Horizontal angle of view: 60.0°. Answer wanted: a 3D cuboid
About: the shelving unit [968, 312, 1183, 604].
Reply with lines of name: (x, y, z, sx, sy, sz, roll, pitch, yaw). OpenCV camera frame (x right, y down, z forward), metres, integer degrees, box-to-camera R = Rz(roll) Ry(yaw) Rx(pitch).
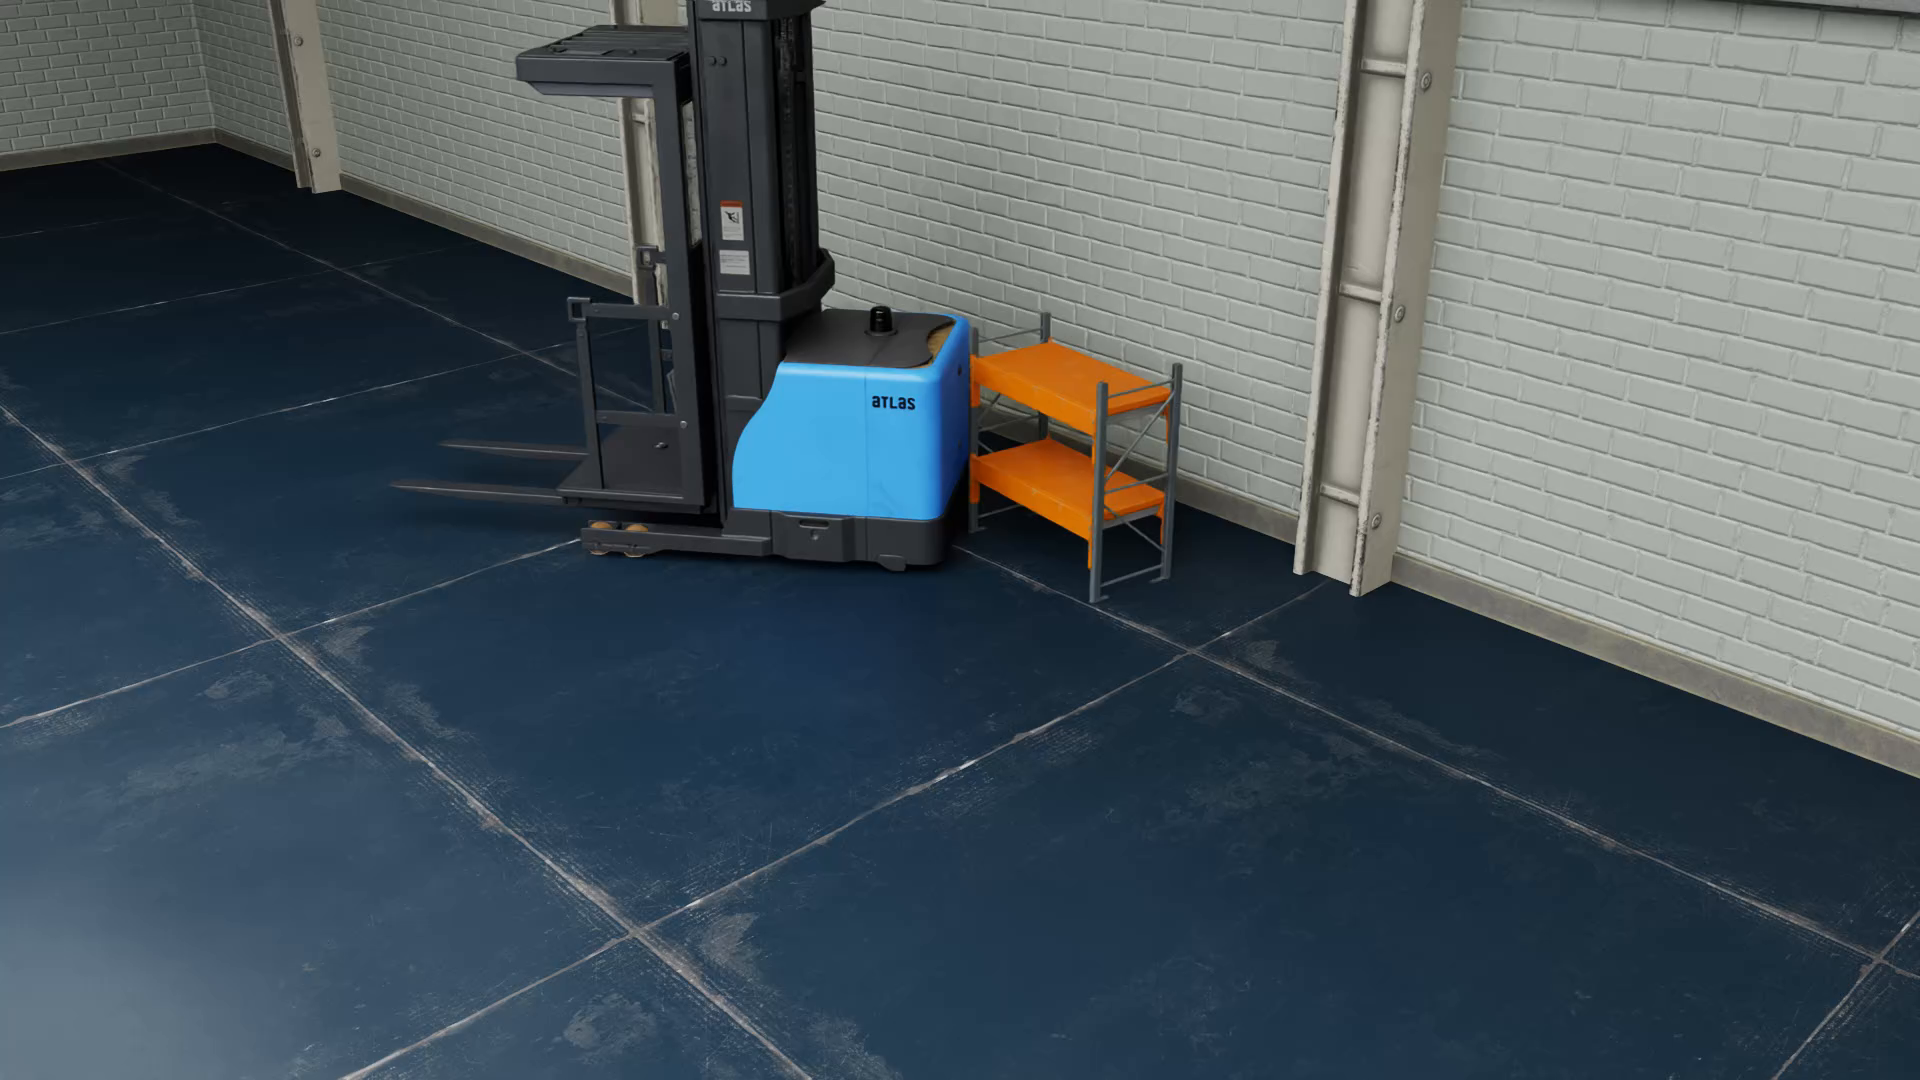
shelving unit: (0.549, -0.438, 8.355, 0.538, 1.125, 1.048, -16, 29, -32)

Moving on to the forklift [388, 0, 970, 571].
forklift: (-1.498, -1.454, 8.405, 3.031, 2.935, 1.130, 4, 25, 9)

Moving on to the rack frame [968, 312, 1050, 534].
rack frame: (0.256, -0.610, 8.733, 0.500, 1.125, 0.032, -16, 29, -32)

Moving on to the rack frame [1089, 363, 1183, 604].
rack frame: (0.842, -0.265, 7.977, 0.500, 1.125, 0.032, -16, 29, -32)

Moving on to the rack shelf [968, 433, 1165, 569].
rack shelf: (0.549, -0.215, 8.456, 0.538, 0.278, 1.000, -16, 29, -32)

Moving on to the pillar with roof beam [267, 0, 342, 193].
pillar with roof beam: (-9.419, -6.332, 11.787, 9.100, 9.000, 0.400, -21, 32, -38)

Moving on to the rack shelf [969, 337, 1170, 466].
rack shelf: (0.549, -0.704, 8.233, 0.538, 0.278, 1.000, -16, 29, -32)

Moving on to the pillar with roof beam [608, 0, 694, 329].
pillar with roof beam: (-5.318, -4.514, 7.803, 9.100, 9.000, 0.400, -21, 32, -38)

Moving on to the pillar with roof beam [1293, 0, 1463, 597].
pillar with roof beam: (-1.217, -2.696, 3.818, 9.100, 9.000, 0.400, -21, 32, -38)
